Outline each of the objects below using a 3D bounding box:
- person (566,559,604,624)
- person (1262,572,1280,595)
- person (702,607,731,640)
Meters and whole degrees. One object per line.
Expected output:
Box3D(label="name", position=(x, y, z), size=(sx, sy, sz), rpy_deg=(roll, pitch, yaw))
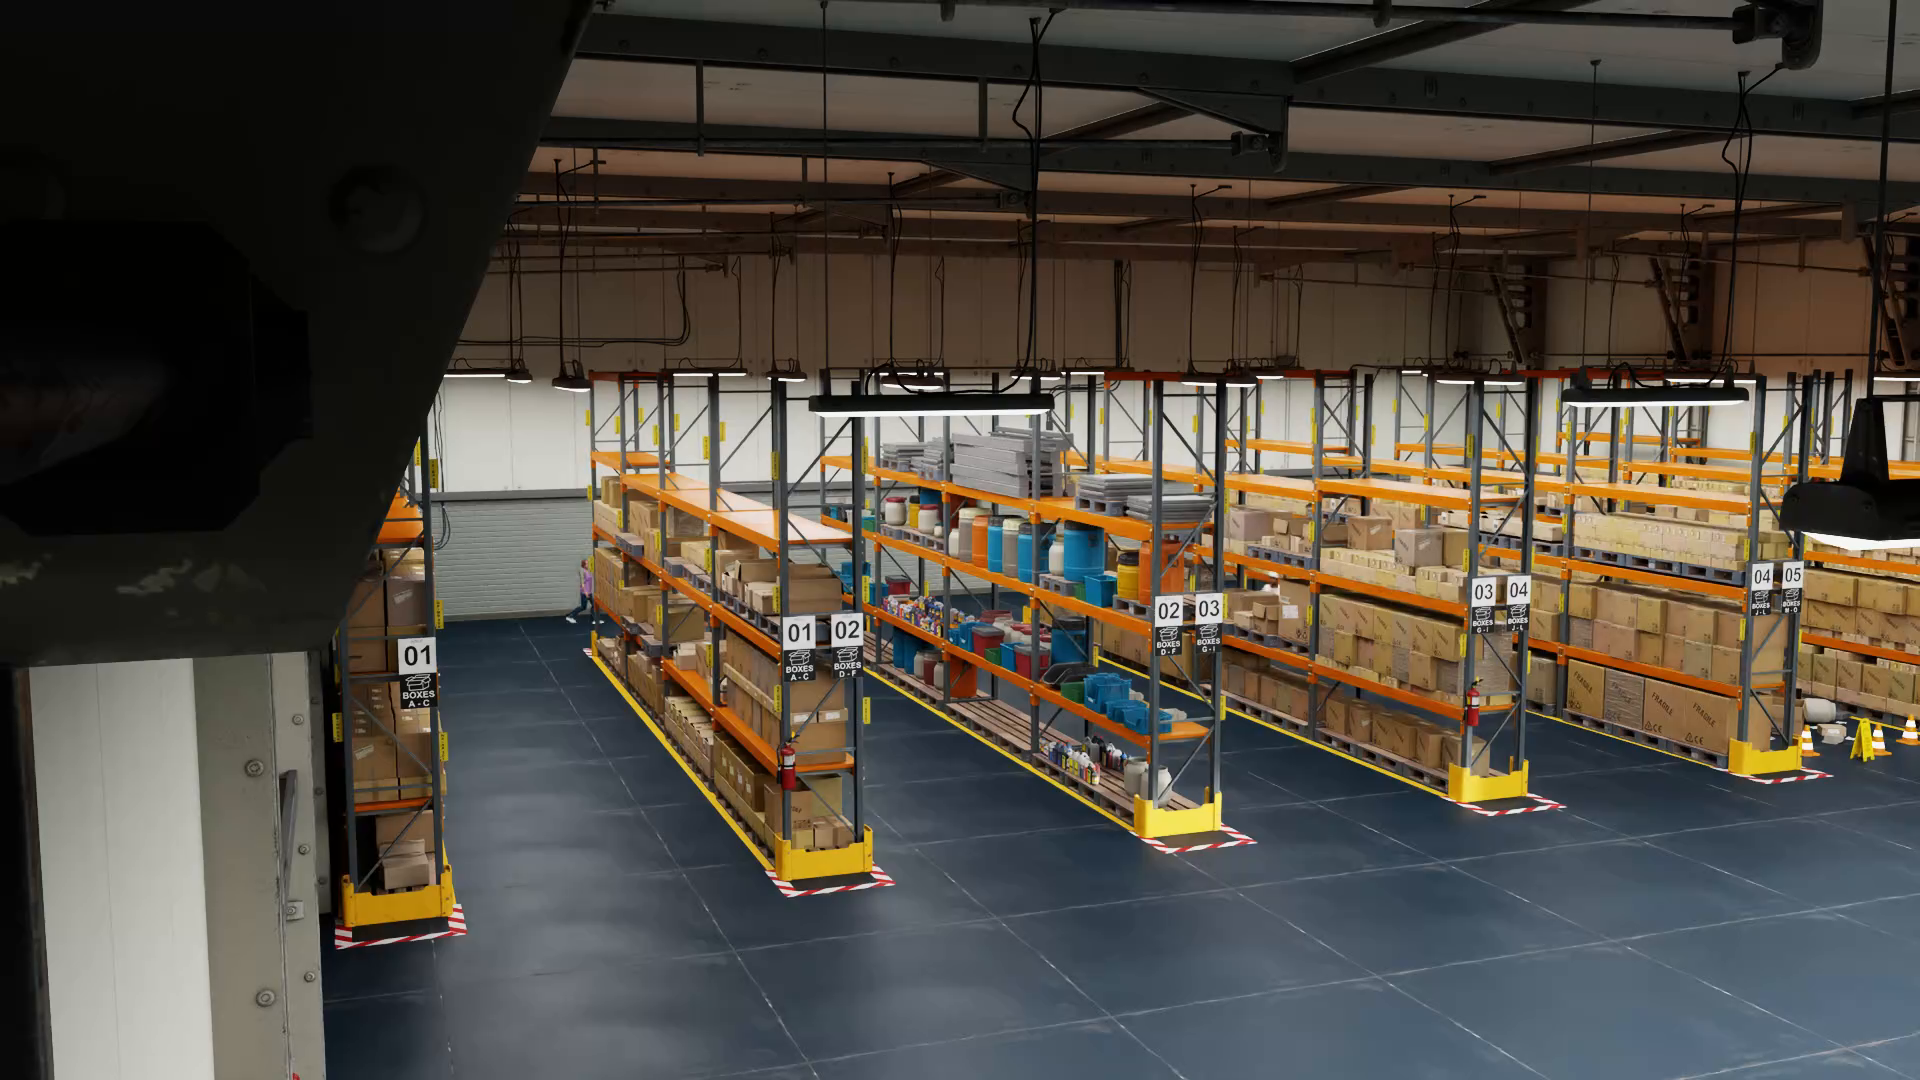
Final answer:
Box3D(label="person", position=(-8.786, 1.211, 38.874), size=(0.857, 1.548, 0.506), rpy_deg=(-1, 6, -8))
Box3D(label="person", position=(6.682, 1.530, 35.092), size=(0.497, 1.726, 1.056), rpy_deg=(-3, 7, -23))
Box3D(label="person", position=(-4.889, 1.733, 33.845), size=(0.717, 1.815, 0.936), rpy_deg=(-3, 7, -22))
